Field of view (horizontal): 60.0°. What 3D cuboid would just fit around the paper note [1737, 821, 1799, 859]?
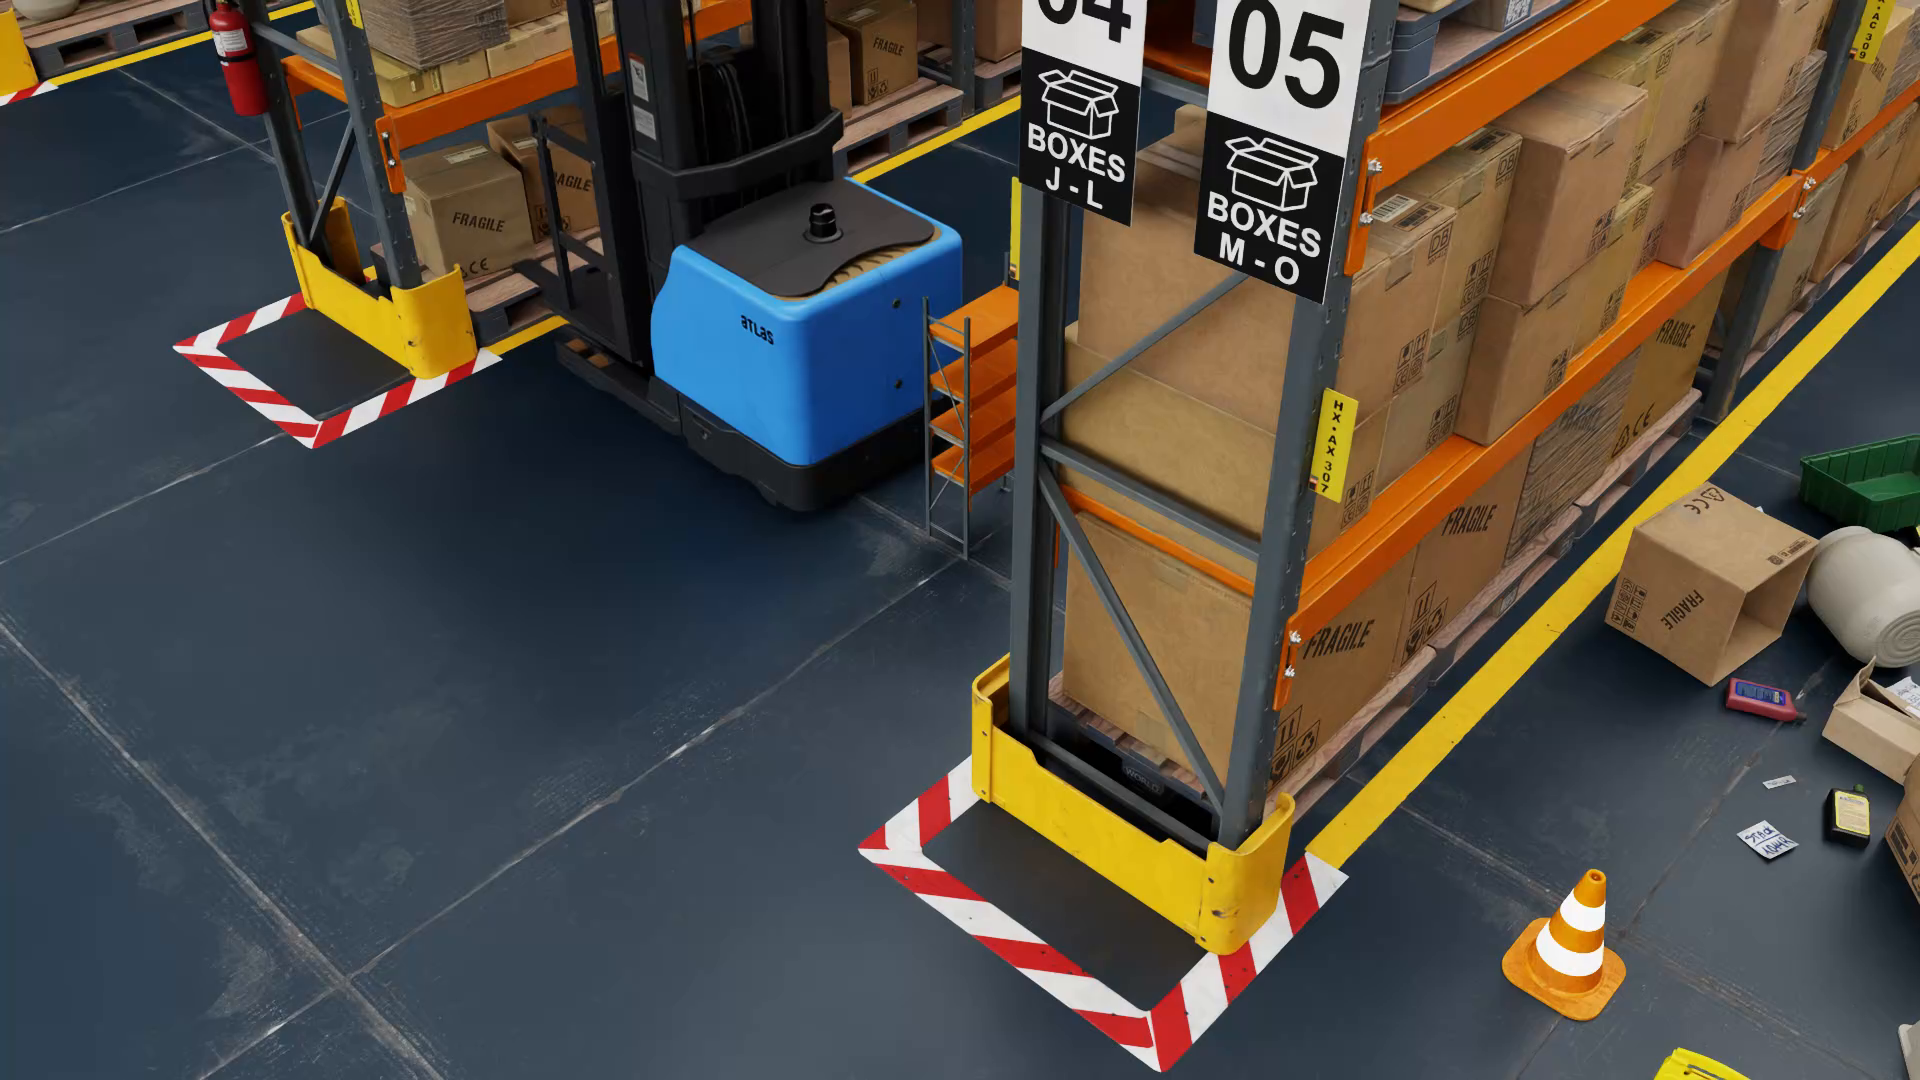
[{"bbox_3d":[2.862,1.061,5.893,0.142,0.017,0.144,-18,42,-21],"label":"paper note"}]

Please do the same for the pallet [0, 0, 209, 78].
[{"bbox_3d":[-6.101,-3.657,11.679,1.003,0.211,1.213,30,47,32],"label":"pallet"}]

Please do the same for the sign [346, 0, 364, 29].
[{"bbox_3d":[-2.613,-2.354,7.105,0.100,0.325,0.005,30,47,32],"label":"sign"}]

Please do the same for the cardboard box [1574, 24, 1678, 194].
[{"bbox_3d":[1.901,-1.539,5.787,0.875,0.550,0.500,30,47,32],"label":"cardboard box"}]

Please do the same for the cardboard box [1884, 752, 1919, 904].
[{"bbox_3d":[3.617,1.025,5.556,0.797,0.503,0.637,2,39,2],"label":"cardboard box"}]

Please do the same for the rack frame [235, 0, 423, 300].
[{"bbox_3d":[-3.014,-2.243,7.660,1.000,3.000,0.127,30,47,32],"label":"rack frame"}]

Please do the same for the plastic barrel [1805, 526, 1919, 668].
[{"bbox_3d":[3.645,0.222,6.630,0.421,0.421,0.512,-5,39,-6],"label":"plastic barrel"}]

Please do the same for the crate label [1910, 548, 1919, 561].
[{"bbox_3d":[4.009,0.149,6.953,0.298,0.136,0.250,2,39,2],"label":"crate label"}]

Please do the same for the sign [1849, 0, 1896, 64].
[{"bbox_3d":[3.688,-2.089,6.708,0.100,0.325,0.005,30,47,32],"label":"sign"}]

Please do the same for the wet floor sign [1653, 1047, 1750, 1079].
[{"bbox_3d":[2.021,1.652,4.653,0.267,0.644,0.232,22,43,25],"label":"wet floor sign"}]

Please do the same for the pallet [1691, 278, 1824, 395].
[{"bbox_3d":[3.743,-1.246,8.647,1.003,0.211,1.213,30,47,32],"label":"pallet"}]

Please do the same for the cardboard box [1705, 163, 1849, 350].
[{"bbox_3d":[3.630,-1.558,8.270,1.050,0.750,0.750,29,47,32],"label":"cardboard box"}]

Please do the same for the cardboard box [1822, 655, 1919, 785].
[{"bbox_3d":[3.478,0.682,6.179,0.258,0.266,0.396,-26,45,-29],"label":"cardboard box"}]

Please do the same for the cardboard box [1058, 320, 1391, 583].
[{"bbox_3d":[0.796,-0.362,5.175,0.875,0.550,0.550,30,47,32],"label":"cardboard box"}]

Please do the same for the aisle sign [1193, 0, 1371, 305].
[{"bbox_3d":[0.753,-0.973,3.975,0.394,0.787,0.004,30,47,32],"label":"aisle sign"}]

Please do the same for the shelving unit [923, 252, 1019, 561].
[{"bbox_3d":[0.112,-0.546,6.972,0.258,1.200,0.503,30,47,32],"label":"shelving unit"}]

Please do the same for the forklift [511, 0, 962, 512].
[{"bbox_3d":[-1.359,-2.091,7.525,1.130,2.935,3.031,-31,48,-33],"label":"forklift"}]

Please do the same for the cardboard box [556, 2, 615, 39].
[{"bbox_3d":[-1.956,-2.626,8.344,0.380,0.149,0.250,30,47,32],"label":"cardboard box"}]

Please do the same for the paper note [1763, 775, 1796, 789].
[{"bbox_3d":[3.017,0.891,6.122,0.123,0.001,0.032,-11,40,-14],"label":"paper note"}]

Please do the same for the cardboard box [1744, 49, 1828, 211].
[{"bbox_3d":[3.038,-1.836,7.028,0.875,0.550,0.550,30,47,32],"label":"cardboard box"}]

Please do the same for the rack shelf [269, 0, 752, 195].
[{"bbox_3d":[-1.665,-2.880,9.040,1.077,0.370,4.000,30,47,32],"label":"rack shelf"}]

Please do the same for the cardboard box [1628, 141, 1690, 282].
[{"bbox_3d":[2.232,-1.375,6.448,0.875,0.550,0.550,30,47,32],"label":"cardboard box"}]

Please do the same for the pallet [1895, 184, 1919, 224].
[{"bbox_3d":[5.389,-2.367,10.057,1.003,0.211,1.213,30,47,32],"label":"pallet"}]

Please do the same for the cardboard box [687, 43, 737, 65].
[{"bbox_3d":[-1.356,-2.515,9.674,0.500,0.500,0.500,25,45,28],"label":"cardboard box"}]

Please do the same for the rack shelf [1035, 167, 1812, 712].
[{"bbox_3d":[1.928,-0.751,6.362,1.077,0.370,4.000,30,47,32],"label":"rack shelf"}]

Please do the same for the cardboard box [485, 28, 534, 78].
[{"bbox_3d":[-2.283,-2.391,8.048,0.380,0.149,0.250,30,47,32],"label":"cardboard box"}]

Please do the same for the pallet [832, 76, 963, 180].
[{"bbox_3d":[-0.742,-2.666,10.433,1.003,0.211,1.213,30,47,32],"label":"pallet"}]

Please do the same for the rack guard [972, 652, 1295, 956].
[{"bbox_3d":[0.563,0.876,5.747,1.175,0.500,0.348,30,47,32],"label":"rack guard"}]

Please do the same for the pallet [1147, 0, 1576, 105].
[{"bbox_3d":[1.072,-1.598,4.511,1.003,0.211,1.213,30,47,32],"label":"pallet"}]

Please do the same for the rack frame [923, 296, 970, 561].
[{"bbox_3d":[-0.053,-0.434,6.831,0.240,1.200,0.015,30,47,32],"label":"rack frame"}]

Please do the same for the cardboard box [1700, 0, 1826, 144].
[{"bbox_3d":[2.718,-1.976,6.337,0.875,0.550,0.550,30,47,32],"label":"cardboard box"}]

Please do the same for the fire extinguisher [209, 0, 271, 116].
[{"bbox_3d":[-3.431,-2.353,7.862,0.296,0.674,0.183,30,47,32],"label":"fire extinguisher"}]

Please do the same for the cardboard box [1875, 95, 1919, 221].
[{"bbox_3d":[4.912,-2.428,9.363,1.050,0.750,0.750,30,48,32],"label":"cardboard box"}]

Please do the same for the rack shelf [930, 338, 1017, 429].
[{"bbox_3d":[0.112,-0.668,6.875,0.258,0.148,0.480,30,47,32],"label":"rack shelf"}]

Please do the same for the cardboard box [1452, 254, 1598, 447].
[{"bbox_3d":[1.621,-0.828,5.761,0.875,0.550,0.550,30,47,32],"label":"cardboard box"}]

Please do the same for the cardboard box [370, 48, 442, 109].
[{"bbox_3d":[-2.646,-2.175,7.777,0.380,0.149,0.250,30,47,32],"label":"cardboard box"}]

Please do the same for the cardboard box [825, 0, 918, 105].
[{"bbox_3d":[-0.615,-3.100,10.409,0.500,0.500,0.500,28,46,31],"label":"cardboard box"}]

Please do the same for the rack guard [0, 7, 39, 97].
[{"bbox_3d":[-6.653,-3.399,11.123,1.175,0.500,0.348,30,47,32],"label":"rack guard"}]

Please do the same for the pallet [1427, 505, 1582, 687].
[{"bbox_3d":[1.884,0.020,7.056,1.003,0.211,1.213,30,47,32],"label":"pallet"}]

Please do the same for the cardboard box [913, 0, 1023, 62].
[{"bbox_3d":[0.115,-3.547,10.956,0.700,0.500,0.500,26,45,29],"label":"cardboard box"}]

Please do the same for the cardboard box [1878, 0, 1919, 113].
[{"bbox_3d":[4.171,-2.351,7.717,0.500,0.500,0.500,30,47,32],"label":"cardboard box"}]

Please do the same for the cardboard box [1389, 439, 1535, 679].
[{"bbox_3d":[1.580,-0.191,6.450,0.875,0.875,0.875,29,47,31],"label":"cardboard box"}]

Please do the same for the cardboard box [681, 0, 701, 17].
[{"bbox_3d":[-1.562,-2.824,8.593,0.380,0.149,0.250,30,47,32],"label":"cardboard box"}]

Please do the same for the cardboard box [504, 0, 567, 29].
[{"bbox_3d":[-2.374,-2.920,8.192,0.875,0.500,0.500,30,47,32],"label":"cardboard box"}]

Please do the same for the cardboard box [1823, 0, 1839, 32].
[{"bbox_3d":[3.608,-2.612,7.242,0.700,0.500,0.500,29,47,31],"label":"cardboard box"}]

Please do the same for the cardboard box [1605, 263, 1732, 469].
[{"bbox_3d":[2.802,-1.025,7.498,0.875,0.875,0.875,30,48,32],"label":"cardboard box"}]

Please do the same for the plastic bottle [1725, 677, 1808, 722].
[{"bbox_3d":[3.113,0.623,6.417,0.283,0.061,0.133,14,41,17],"label":"plastic bottle"}]

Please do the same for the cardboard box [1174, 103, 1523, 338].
[{"bbox_3d":[1.161,-1.041,5.161,0.875,0.550,0.550,30,47,32],"label":"cardboard box"}]

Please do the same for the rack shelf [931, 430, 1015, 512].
[{"bbox_3d":[0.112,-0.338,7.138,0.258,0.148,0.480,30,47,32],"label":"rack shelf"}]

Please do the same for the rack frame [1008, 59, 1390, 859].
[{"bbox_3d":[0.579,-0.114,4.983,1.000,3.000,0.127,30,47,32],"label":"rack frame"}]

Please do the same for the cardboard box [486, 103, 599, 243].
[{"bbox_3d":[-2.202,-1.998,9.023,0.500,0.500,0.500,-22,43,-25],"label":"cardboard box"}]
